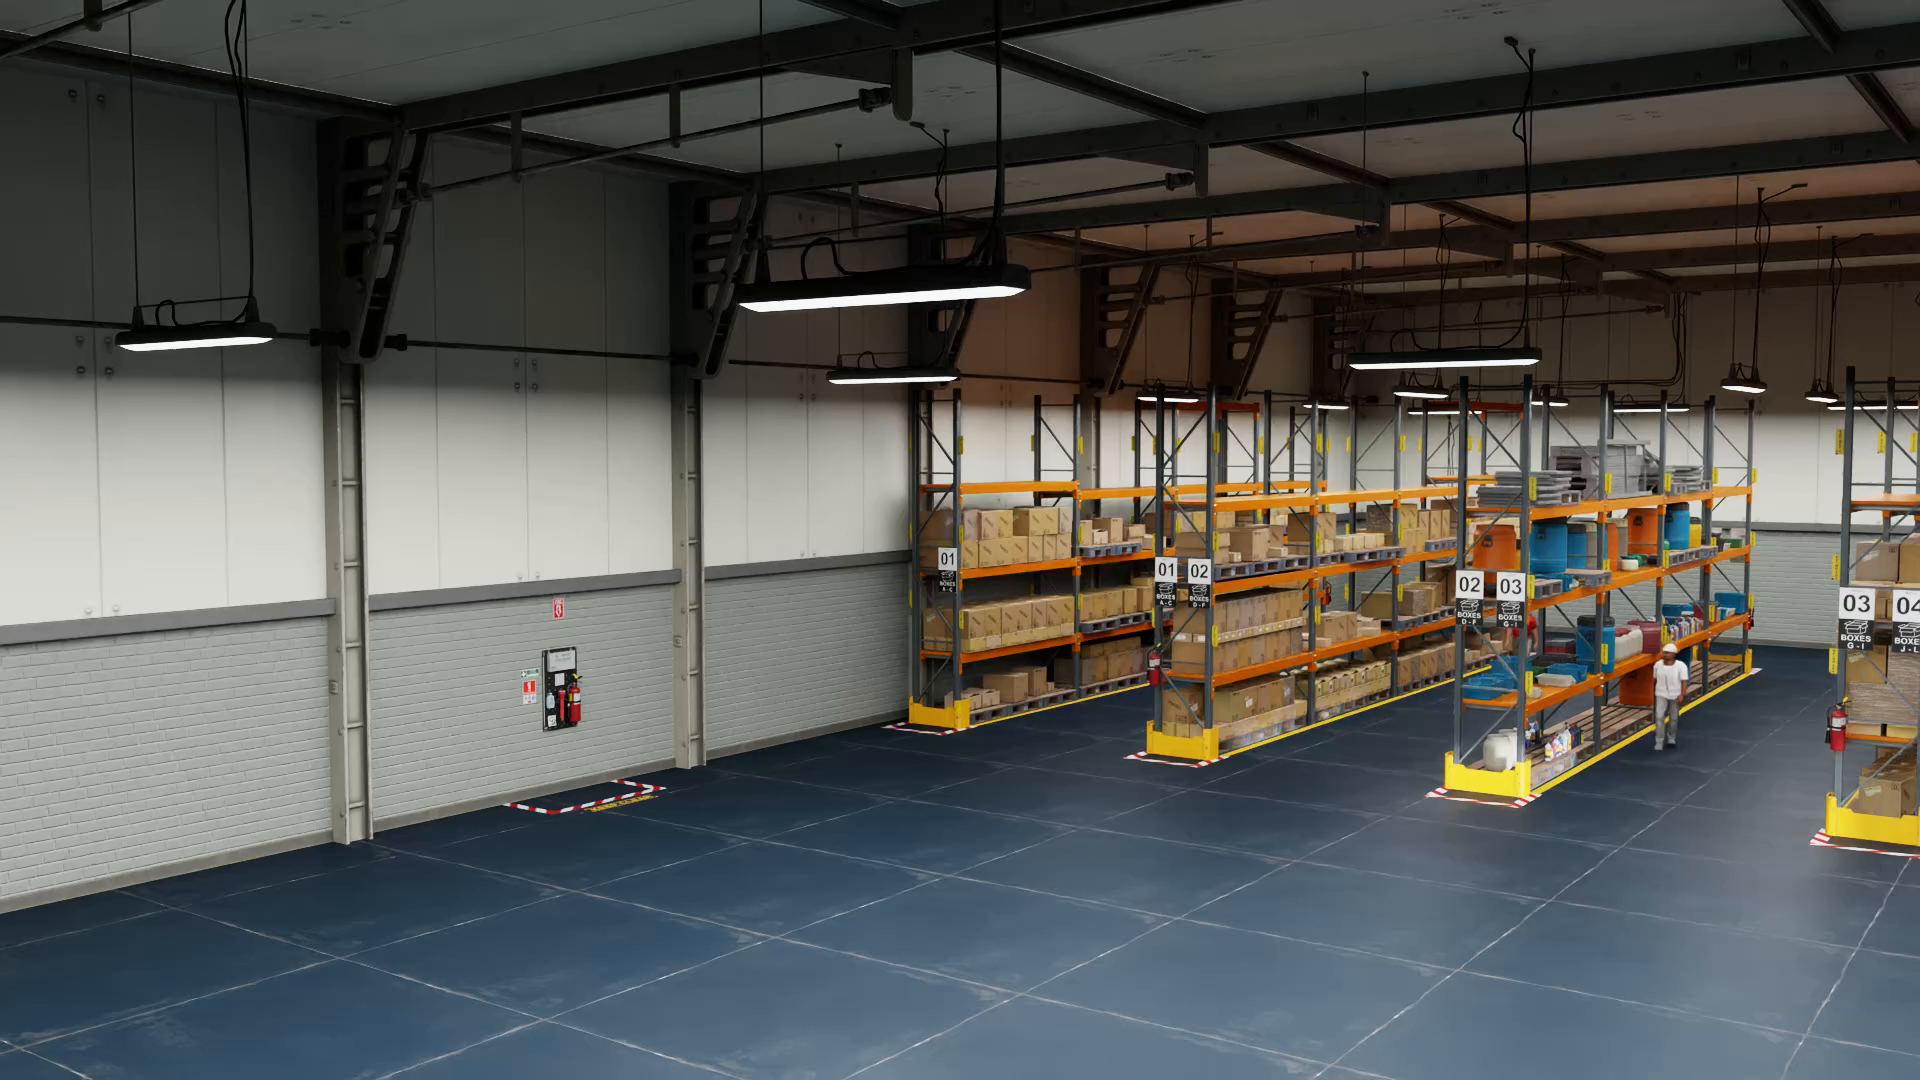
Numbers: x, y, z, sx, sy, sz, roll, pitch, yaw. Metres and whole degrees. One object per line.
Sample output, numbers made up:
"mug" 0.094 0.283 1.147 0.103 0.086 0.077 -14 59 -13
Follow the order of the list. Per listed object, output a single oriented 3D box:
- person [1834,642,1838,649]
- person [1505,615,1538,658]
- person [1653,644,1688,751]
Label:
"person" 16.746 2.434 31.263 0.626 1.579 0.673 3 5 44
"person" 11.858 2.156 35.109 0.617 1.664 1.099 2 4 32
"person" 11.658 2.556 27.289 0.529 1.698 1.047 1 4 23
